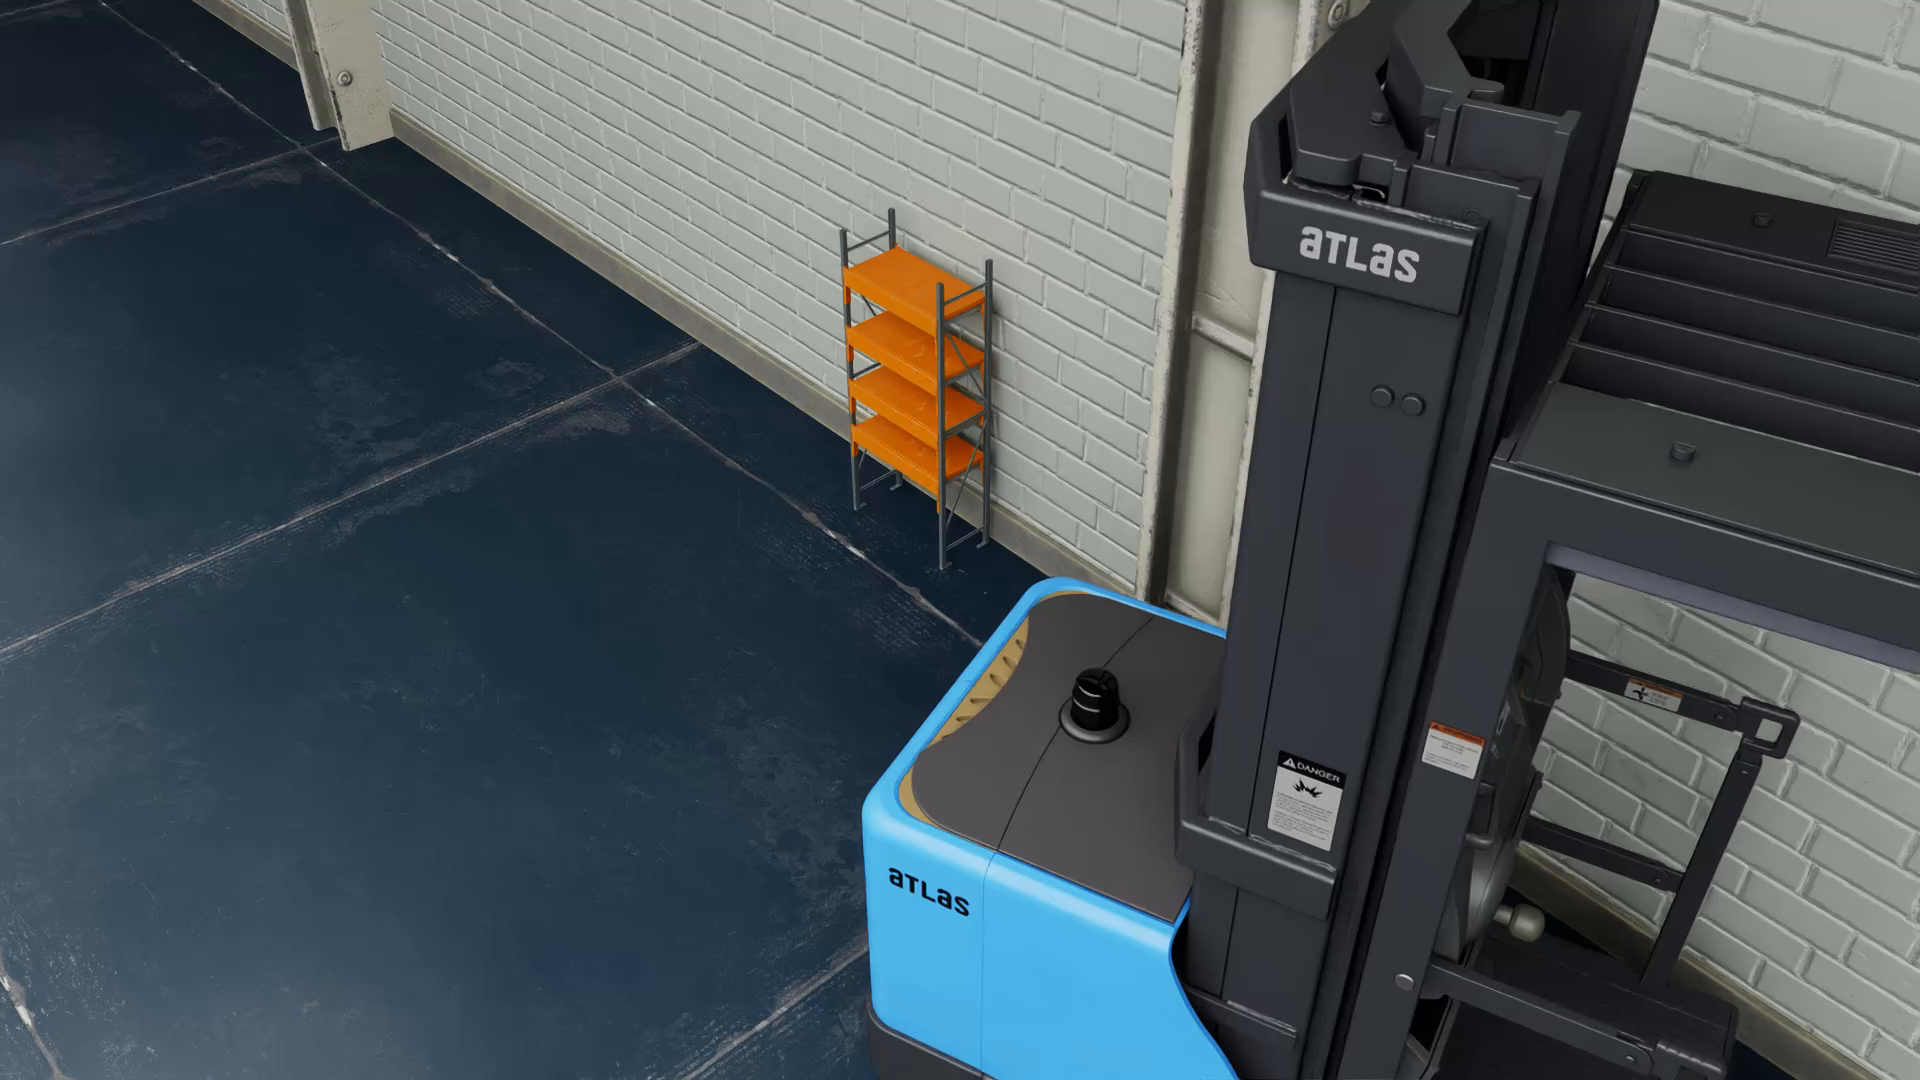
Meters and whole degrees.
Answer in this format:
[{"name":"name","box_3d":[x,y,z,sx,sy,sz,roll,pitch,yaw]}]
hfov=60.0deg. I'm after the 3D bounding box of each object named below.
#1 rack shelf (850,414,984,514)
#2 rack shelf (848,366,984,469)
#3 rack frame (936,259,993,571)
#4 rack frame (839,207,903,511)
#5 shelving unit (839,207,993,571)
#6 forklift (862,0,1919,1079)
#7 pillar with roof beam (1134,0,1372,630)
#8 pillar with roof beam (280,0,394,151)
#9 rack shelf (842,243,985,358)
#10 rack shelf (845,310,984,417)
[{"name":"rack shelf","box_3d":[-0.150,-0.314,6.106,0.258,0.148,0.480,-30,48,-32]},{"name":"rack shelf","box_3d":[-0.150,-0.468,5.982,0.258,0.148,0.480,-30,48,-32]},{"name":"rack frame","box_3d":[0.017,-0.409,5.801,0.240,1.200,0.015,-30,48,-32]},{"name":"rack frame","box_3d":[-0.317,-0.633,6.078,0.240,1.200,0.015,-30,48,-32]},{"name":"shelving unit","box_3d":[-0.150,-0.521,5.939,0.258,1.200,0.503,-30,48,-32]},{"name":"forklift","box_3d":[1.302,0.479,3.324,3.031,2.935,1.130,19,43,22]},{"name":"pillar with roof beam","box_3d":[-2.375,-1.107,0.459,9.100,9.000,0.400,-30,48,-32]},{"name":"pillar with roof beam","box_3d":[-6.433,-3.884,3.897,9.100,9.000,0.400,-30,48,-32]},{"name":"rack shelf","box_3d":[-0.150,-0.826,5.692,0.258,0.148,0.480,-30,48,-32]},{"name":"rack shelf","box_3d":[-0.150,-0.642,5.841,0.258,0.148,0.480,-30,48,-32]}]
